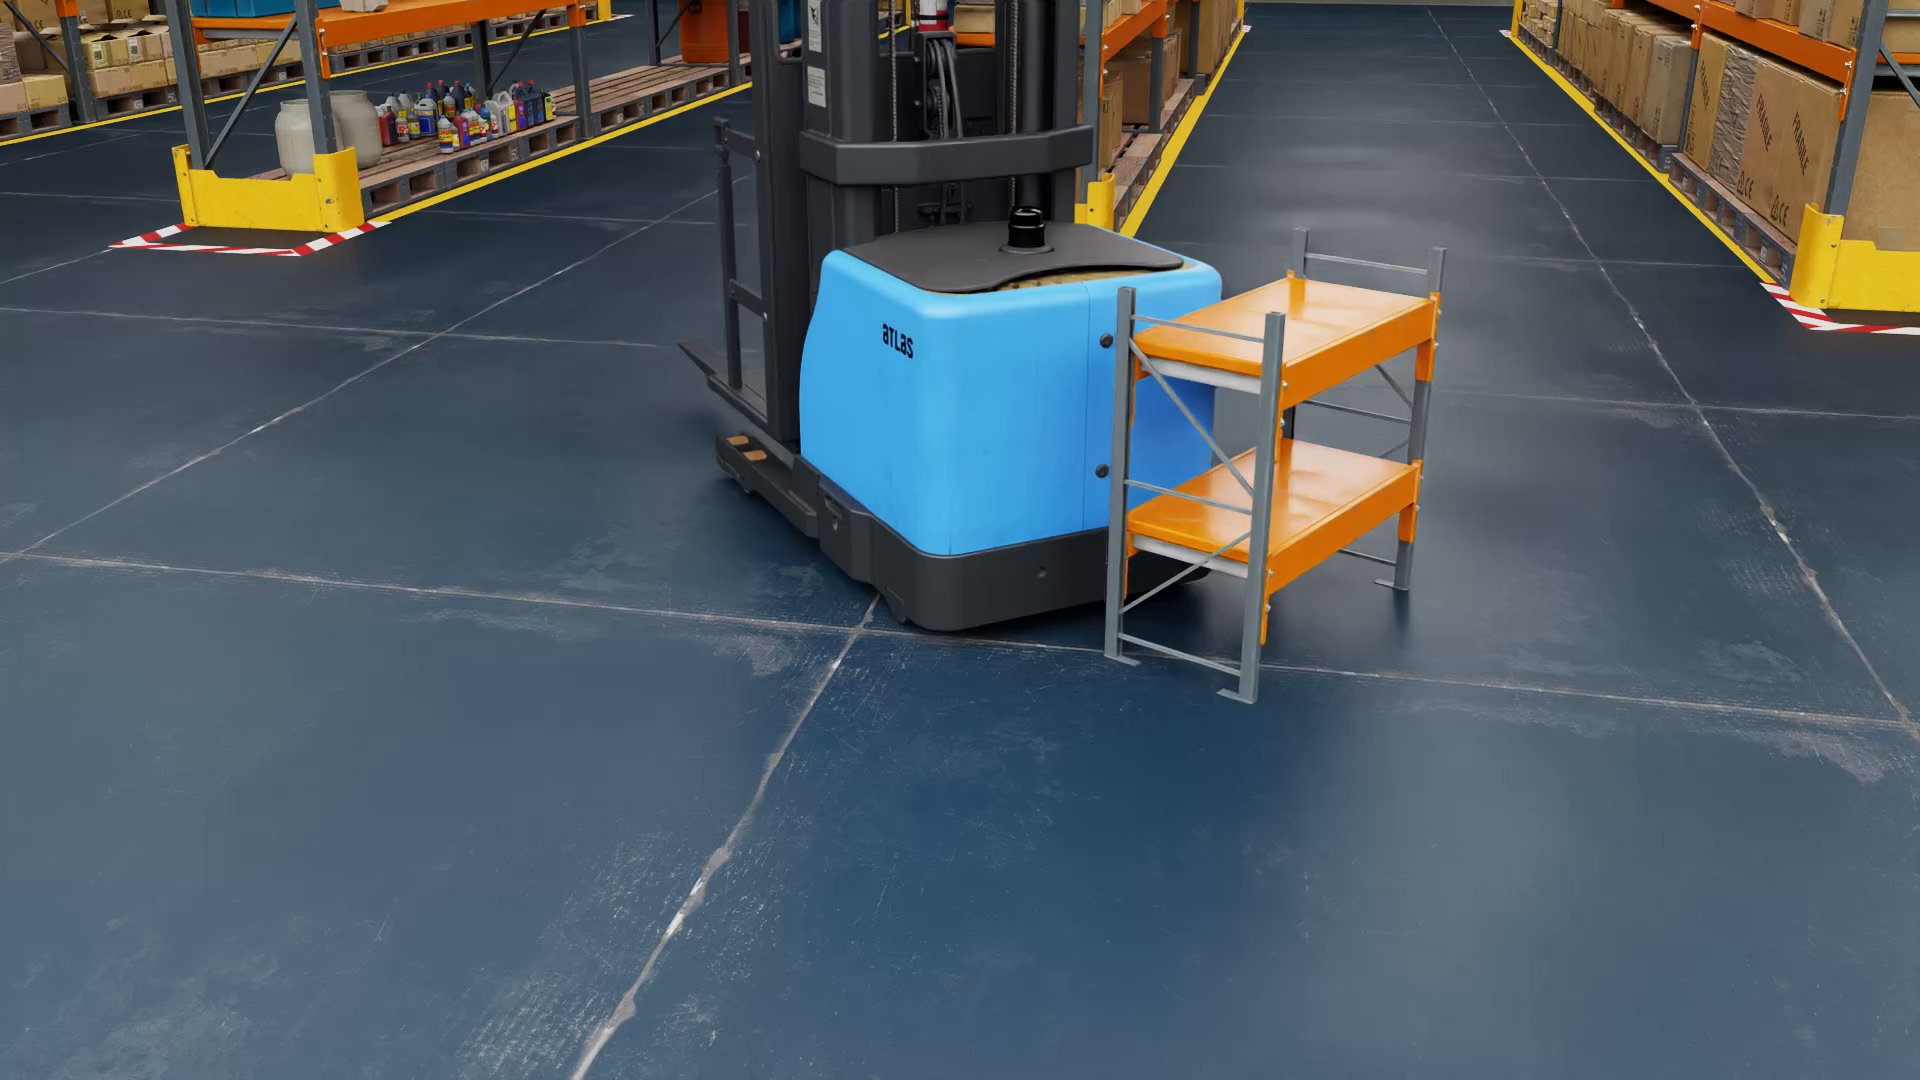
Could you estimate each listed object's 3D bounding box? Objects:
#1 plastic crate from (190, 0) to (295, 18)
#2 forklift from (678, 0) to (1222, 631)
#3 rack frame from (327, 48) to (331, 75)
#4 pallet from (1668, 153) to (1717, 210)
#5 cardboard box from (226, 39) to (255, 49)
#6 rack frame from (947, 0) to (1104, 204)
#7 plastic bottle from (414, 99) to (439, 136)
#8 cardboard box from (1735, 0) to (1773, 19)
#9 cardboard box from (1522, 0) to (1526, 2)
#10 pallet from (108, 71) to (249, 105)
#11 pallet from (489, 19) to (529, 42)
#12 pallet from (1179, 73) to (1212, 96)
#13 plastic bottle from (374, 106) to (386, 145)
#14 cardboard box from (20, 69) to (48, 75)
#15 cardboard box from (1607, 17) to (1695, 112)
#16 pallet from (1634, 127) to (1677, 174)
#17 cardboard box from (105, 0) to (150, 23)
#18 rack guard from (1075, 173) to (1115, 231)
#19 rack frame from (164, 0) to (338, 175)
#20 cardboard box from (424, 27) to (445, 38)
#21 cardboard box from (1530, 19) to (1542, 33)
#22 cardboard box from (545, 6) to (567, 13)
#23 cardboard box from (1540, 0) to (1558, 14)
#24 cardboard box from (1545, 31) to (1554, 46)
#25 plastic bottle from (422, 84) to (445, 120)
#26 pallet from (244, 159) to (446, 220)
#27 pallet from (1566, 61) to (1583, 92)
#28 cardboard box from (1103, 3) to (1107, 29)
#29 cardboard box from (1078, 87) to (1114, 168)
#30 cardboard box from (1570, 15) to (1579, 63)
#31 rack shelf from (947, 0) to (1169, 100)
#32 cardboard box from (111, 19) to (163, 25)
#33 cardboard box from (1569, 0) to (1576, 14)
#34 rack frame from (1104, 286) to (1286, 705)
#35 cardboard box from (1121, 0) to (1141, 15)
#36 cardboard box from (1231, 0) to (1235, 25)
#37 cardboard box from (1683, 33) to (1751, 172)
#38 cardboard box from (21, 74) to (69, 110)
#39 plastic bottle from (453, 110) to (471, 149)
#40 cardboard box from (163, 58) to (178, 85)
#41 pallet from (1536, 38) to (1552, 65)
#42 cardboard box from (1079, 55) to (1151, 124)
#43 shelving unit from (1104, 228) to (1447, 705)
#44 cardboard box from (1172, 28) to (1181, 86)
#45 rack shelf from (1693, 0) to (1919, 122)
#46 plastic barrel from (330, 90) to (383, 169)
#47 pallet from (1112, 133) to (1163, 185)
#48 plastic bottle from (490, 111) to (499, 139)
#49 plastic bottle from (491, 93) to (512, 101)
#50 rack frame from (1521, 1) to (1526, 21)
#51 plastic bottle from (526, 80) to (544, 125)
[{"bbox_3d":[-4.724,-3.602,10.980,0.499,0.251,0.616,4,22,11],"label":"plastic crate"},{"bbox_3d":[-0.293,-1.599,5.901,1.130,2.935,3.031,-11,24,-24],"label":"forklift"},{"bbox_3d":[-7.749,-6.770,18.647,1.000,3.000,0.127,4,22,11],"label":"rack frame"},{"bbox_3d":[5.735,-2.569,11.951,1.003,0.211,1.213,4,22,11],"label":"pallet"},{"bbox_3d":[-7.820,-5.364,17.524,0.500,0.311,0.500,4,22,11],"label":"cardboard box"},{"bbox_3d":[0.316,-3.087,9.504,1.000,3.000,0.127,4,22,11],"label":"rack frame"},{"bbox_3d":[-4.263,-3.378,13.283,0.152,0.276,0.135,4,22,11],"label":"plastic bottle"},{"bbox_3d":[5.588,-3.677,10.769,0.875,0.550,0.550,4,22,11],"label":"cardboard box"},{"bbox_3d":[7.976,-7.506,22.934,0.380,0.149,0.250,3,22,8],"label":"cardboard box"},{"bbox_3d":[-8.207,-4.733,17.323,1.003,0.211,1.213,4,22,11],"label":"pallet"},{"bbox_3d":[-6.792,-7.190,23.424,1.003,0.211,1.213,4,22,11],"label":"pallet"},{"bbox_3d":[2.183,-5.002,17.991,1.003,0.211,1.213,4,22,11],"label":"pallet"},{"bbox_3d":[-4.509,-3.201,12.842,0.152,0.276,0.135,5,22,11],"label":"plastic bottle"},{"bbox_3d":[-8.765,-4.400,15.881,0.500,0.250,0.500,4,22,10],"label":"cardboard box"},{"bbox_3d":[6.396,-4.213,14.749,1.050,0.750,0.750,5,22,12],"label":"cardboard box"},{"bbox_3d":[6.050,-3.130,13.342,1.003,0.211,1.213,4,22,11],"label":"pallet"},{"bbox_3d":[-11.789,-7.559,22.922,0.750,0.750,0.750,5,22,12],"label":"cardboard box"},{"bbox_3d":[0.331,-1.956,10.040,1.175,0.500,0.348,4,22,11],"label":"rack guard"},{"bbox_3d":[-4.533,-3.465,10.441,1.000,3.000,0.127,4,22,11],"label":"rack frame"},{"bbox_3d":[-6.965,-6.711,21.259,0.500,0.500,0.500,5,22,12],"label":"cardboard box"},{"bbox_3d":[7.724,-6.765,21.891,0.380,0.149,0.250,3,22,8],"label":"cardboard box"},{"bbox_3d":[-6.210,-8.061,24.946,0.500,0.250,0.500,4,22,11],"label":"cardboard box"},{"bbox_3d":[7.568,-6.742,21.037,0.380,0.149,0.250,3,22,8],"label":"cardboard box"},{"bbox_3d":[7.346,-6.103,20.245,0.380,0.149,0.250,5,22,12],"label":"cardboard box"},{"bbox_3d":[-4.326,-3.570,13.661,0.144,0.351,0.185,4,22,9],"label":"plastic bottle"},{"bbox_3d":[-4.393,-2.499,11.777,1.003,0.211,1.213,4,22,11],"label":"pallet"},{"bbox_3d":[7.195,-5.035,18.073,1.003,0.211,1.213,4,22,11],"label":"pallet"},{"bbox_3d":[0.677,-3.147,9.988,0.380,0.149,0.250,4,22,11],"label":"cardboard box"},{"bbox_3d":[0.852,-2.999,12.069,0.500,0.500,0.500,2,22,6],"label":"cardboard box"},{"bbox_3d":[6.989,-5.460,18.179,0.500,0.500,0.500,5,22,12],"label":"cardboard box"},{"bbox_3d":[0.724,-3.485,11.454,1.077,0.370,4.000,4,22,11],"label":"rack shelf"},{"bbox_3d":[-8.453,-5.213,17.149,0.500,0.311,0.500,4,22,10],"label":"cardboard box"},{"bbox_3d":[7.083,-5.999,18.514,0.500,0.250,0.500,5,22,12],"label":"cardboard box"},{"bbox_3d":[0.637,-0.117,4.639,0.500,1.125,0.032,17,27,35],"label":"rack frame"},{"bbox_3d":[1.008,-3.598,11.108,0.380,0.149,0.250,4,22,11],"label":"cardboard box"},{"bbox_3d":[3.342,-7.575,22.929,0.875,0.875,0.875,4,22,11],"label":"cardboard box"},{"bbox_3d":[5.770,-3.120,11.866,0.875,0.875,0.875,5,22,12],"label":"cardboard box"},{"bbox_3d":[-8.446,-4.040,14.987,0.500,0.250,0.500,4,22,11],"label":"cardboard box"},{"bbox_3d":[-3.794,-3.130,12.656,0.061,0.283,0.133,5,22,12],"label":"plastic bottle"},{"bbox_3d":[-8.032,-4.731,16.704,0.500,0.250,0.500,4,22,9],"label":"cardboard box"},{"bbox_3d":[7.702,-6.016,20.508,1.003,0.211,1.213,4,22,11],"label":"pallet"},{"bbox_3d":[1.278,-3.818,14.075,0.700,0.500,0.500,3,22,7],"label":"cardboard box"},{"bbox_3d":[0.953,-0.266,5.009,0.538,1.125,1.048,17,27,35],"label":"shelving unit"},{"bbox_3d":[1.831,-4.811,16.541,0.700,0.500,0.500,3,22,8],"label":"cardboard box"},{"bbox_3d":[5.559,-3.070,10.424,1.077,0.370,4.000,4,22,11],"label":"rack shelf"},{"bbox_3d":[-4.371,-2.935,11.895,0.421,0.512,0.421,0,22,0],"label":"plastic barrel"},{"bbox_3d":[1.029,-3.008,13.041,1.003,0.211,1.213,4,22,11],"label":"pallet"},{"bbox_3d":[-3.706,-3.283,13.148,0.097,0.201,0.097,0,22,0],"label":"plastic bottle"},{"bbox_3d":[-3.756,-3.543,13.692,0.152,0.276,0.135,4,22,11],"label":"plastic bottle"},{"bbox_3d":[8.415,-8.524,23.003,1.000,3.000,0.127,4,22,11],"label":"rack frame"},{"bbox_3d":[-3.566,-3.645,13.847,0.144,0.351,0.185,4,22,9],"label":"plastic bottle"}]
